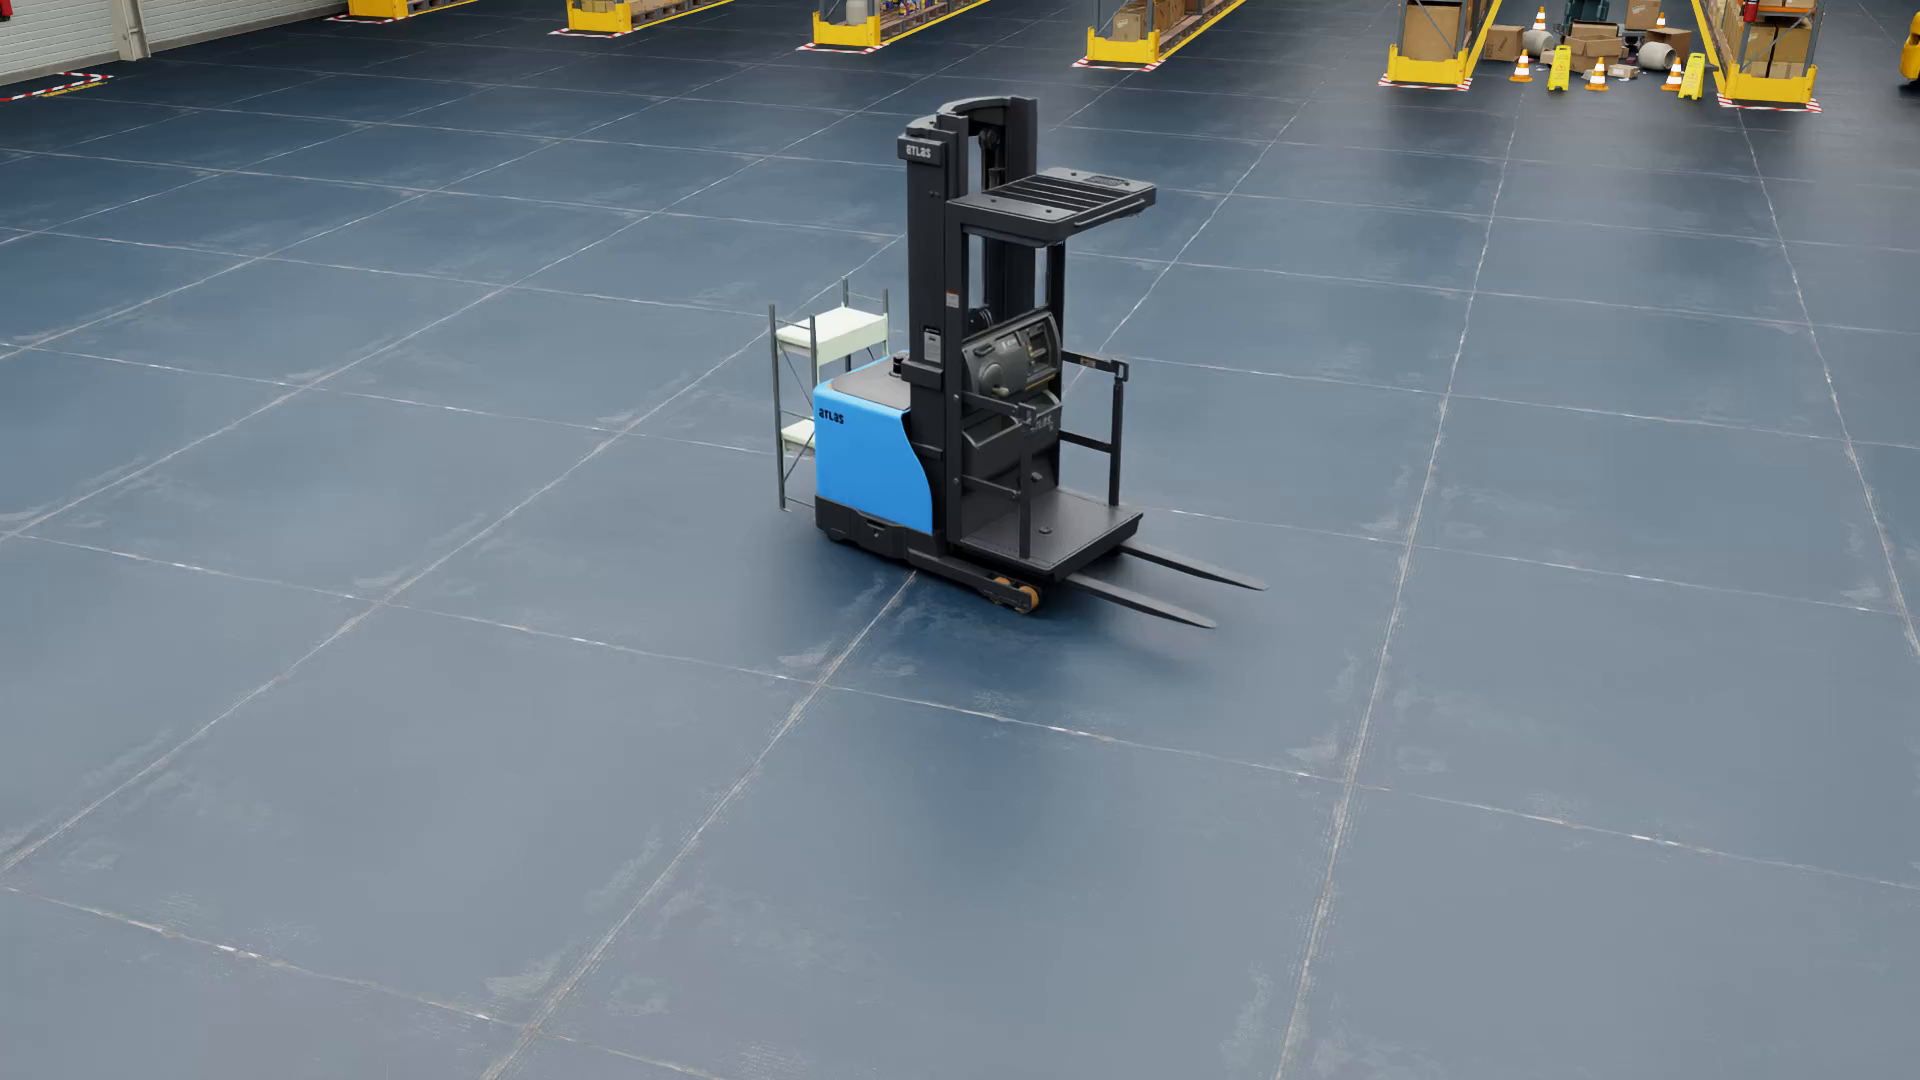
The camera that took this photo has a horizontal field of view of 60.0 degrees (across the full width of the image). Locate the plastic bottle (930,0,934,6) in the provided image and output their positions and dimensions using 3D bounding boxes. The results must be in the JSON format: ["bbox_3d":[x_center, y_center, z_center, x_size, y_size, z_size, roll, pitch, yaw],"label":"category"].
[{"bbox_3d":[-0.584,-10.426,31.877,0.144,0.351,0.185,8,27,16],"label":"plastic bottle"}]

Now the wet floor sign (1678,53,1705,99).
[{"bbox_3d":[10.971,-6.945,24.854,0.267,0.644,0.232,20,32,35],"label":"wet floor sign"}]

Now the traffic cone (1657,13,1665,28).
[{"bbox_3d":[12.467,-9.143,29.602,0.336,0.463,0.334,9,27,17],"label":"traffic cone"}]

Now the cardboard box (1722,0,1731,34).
[{"bbox_3d":[12.923,-8.657,27.501,0.500,0.500,0.500,10,28,20],"label":"cardboard box"}]

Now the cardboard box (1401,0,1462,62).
[{"bbox_3d":[7.505,-8.125,26.546,0.875,0.875,0.875,9,27,18],"label":"cardboard box"}]

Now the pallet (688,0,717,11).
[{"bbox_3d":[-5.615,-10.871,33.461,1.003,0.211,1.213,9,27,17],"label":"pallet"}]

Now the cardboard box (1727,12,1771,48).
[{"bbox_3d":[12.409,-8.005,26.155,0.500,0.500,0.500,8,27,16],"label":"cardboard box"}]

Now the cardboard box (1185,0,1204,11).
[{"bbox_3d":[4.254,-10.331,31.509,0.700,0.500,0.500,7,27,13],"label":"cardboard box"}]

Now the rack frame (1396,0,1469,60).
[{"bbox_3d":[7.342,-8.604,25.579,1.000,3.000,0.127,9,27,17],"label":"rack frame"}]

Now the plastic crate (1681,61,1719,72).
[{"bbox_3d":[12.079,-7.731,27.126,0.402,0.080,0.583,0,26,-1],"label":"plastic crate"}]

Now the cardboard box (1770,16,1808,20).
[{"bbox_3d":[12.924,-7.939,26.017,0.500,0.500,0.500,9,27,18],"label":"cardboard box"}]

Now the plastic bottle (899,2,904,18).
[{"bbox_3d":[-1.075,-9.753,30.578,0.097,0.271,0.097,0,26,0],"label":"plastic bottle"}]

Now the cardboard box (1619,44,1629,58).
[{"bbox_3d":[11.079,-8.318,28.124,0.258,0.266,0.396,-9,27,-18],"label":"cardboard box"}]

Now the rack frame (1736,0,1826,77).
[{"bbox_3d":[12.043,-7.928,24.182,1.000,3.000,0.127,9,27,17],"label":"rack frame"}]

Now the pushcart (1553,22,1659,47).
[{"bbox_3d":[11.208,-8.702,28.789,1.648,0.377,0.936,0,26,-1],"label":"pushcart"}]

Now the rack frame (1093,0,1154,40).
[{"bbox_3d":[2.698,-9.365,27.150,1.000,3.000,0.127,9,27,17],"label":"rack frame"}]

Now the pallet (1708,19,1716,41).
[{"bbox_3d":[14.036,-9.140,29.885,1.003,0.211,1.213,9,27,17],"label":"pallet"}]

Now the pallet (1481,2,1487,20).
[{"bbox_3d":[9.671,-10.324,32.330,1.003,0.211,1.213,9,27,17],"label":"pallet"}]

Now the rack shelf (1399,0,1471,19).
[{"bbox_3d":[8.007,-9.102,27.433,1.077,0.370,4.000,9,27,17],"label":"rack shelf"}]

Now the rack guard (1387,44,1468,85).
[{"bbox_3d":[7.334,-7.469,26.103,1.175,0.500,0.348,9,27,17],"label":"rack guard"}]

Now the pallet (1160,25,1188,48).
[{"bbox_3d":[3.435,-8.970,29.533,1.003,0.211,1.213,9,27,17],"label":"pallet"}]

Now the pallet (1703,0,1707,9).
[{"bbox_3d":[15.447,-10.773,33.258,1.003,0.211,1.213,9,27,17],"label":"pallet"}]

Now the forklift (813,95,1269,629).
[{"bbox_3d":[0.492,-1.127,10.214,3.031,2.935,1.130,19,32,34],"label":"forklift"}]

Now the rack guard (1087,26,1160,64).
[{"bbox_3d":[2.723,-8.271,27.759,1.175,0.500,0.348,9,27,17],"label":"rack guard"}]

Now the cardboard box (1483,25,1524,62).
[{"bbox_3d":[9.124,-8.337,27.893,0.500,0.500,0.500,14,29,26],"label":"cardboard box"}]

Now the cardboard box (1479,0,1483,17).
[{"bbox_3d":[9.119,-10.088,30.744,1.050,0.750,0.750,9,27,17],"label":"cardboard box"}]

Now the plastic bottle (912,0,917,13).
[{"bbox_3d":[-0.861,-10.018,31.126,0.097,0.271,0.097,0,26,0],"label":"plastic bottle"}]

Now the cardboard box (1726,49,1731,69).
[{"bbox_3d":[12.238,-7.462,25.894,0.500,0.250,0.500,9,27,18],"label":"cardboard box"}]

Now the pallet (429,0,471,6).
[{"bbox_3d":[-10.578,-11.125,33.984,1.003,0.211,1.213,9,27,17],"label":"pallet"}]

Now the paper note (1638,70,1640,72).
[{"bbox_3d":[10.905,-7.591,26.906,0.148,0.019,0.142,20,32,35],"label":"paper note"}]

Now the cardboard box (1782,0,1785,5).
[{"bbox_3d":[12.422,-8.030,24.682,0.380,0.149,0.250,9,27,18],"label":"cardboard box"}]

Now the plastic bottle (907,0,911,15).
[{"bbox_3d":[-0.961,-9.894,30.869,0.097,0.271,0.097,0,26,0],"label":"plastic bottle"}]

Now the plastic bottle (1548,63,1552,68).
[{"bbox_3d":[9.708,-7.765,27.218,0.133,0.061,0.283,0,26,-1],"label":"plastic bottle"}]

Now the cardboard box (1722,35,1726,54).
[{"bbox_3d":[12.756,-8.099,27.208,0.500,0.250,0.500,10,28,20],"label":"cardboard box"}]

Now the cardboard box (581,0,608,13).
[{"bbox_3d":[-6.743,-10.018,31.172,0.500,0.250,0.500,9,27,17],"label":"cardboard box"}]

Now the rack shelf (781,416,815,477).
[{"bbox_3d":[-0.878,-0.674,11.667,0.431,0.370,0.720,19,32,34],"label":"rack shelf"}]

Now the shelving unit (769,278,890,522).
[{"bbox_3d":[-0.879,-0.968,11.526,0.431,1.500,0.755,19,32,34],"label":"shelving unit"}]

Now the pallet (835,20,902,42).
[{"bbox_3d":[-1.716,-9.199,30.008,1.003,0.211,1.213,9,27,17],"label":"pallet"}]

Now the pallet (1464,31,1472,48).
[{"bbox_3d":[8.346,-8.692,28.960,1.003,0.211,1.213,9,27,17],"label":"pallet"}]

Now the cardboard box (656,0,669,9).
[{"bbox_3d":[-5.924,-10.354,31.866,0.500,0.250,0.500,9,27,17],"label":"cardboard box"}]

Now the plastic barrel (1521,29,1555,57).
[{"bbox_3d":[9.742,-8.400,28.113,0.421,0.421,0.512,-14,29,-27],"label":"plastic barrel"}]

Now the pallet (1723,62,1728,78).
[{"bbox_3d":[12.780,-7.532,26.565,1.003,0.211,1.213,9,27,17],"label":"pallet"}]

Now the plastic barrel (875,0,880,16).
[{"bbox_3d":[-1.659,-9.640,30.091,0.421,0.512,0.421,0,26,0],"label":"plastic barrel"}]

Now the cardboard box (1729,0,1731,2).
[{"bbox_3d":[12.825,-8.907,27.272,0.380,0.149,0.250,9,27,18],"label":"cardboard box"}]

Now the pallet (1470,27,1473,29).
[{"bbox_3d":[8.859,-9.321,30.259,1.003,0.211,1.213,9,27,17],"label":"pallet"}]

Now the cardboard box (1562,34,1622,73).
[{"bbox_3d":[10.240,-7.893,26.975,0.797,0.503,0.637,-9,27,-18],"label":"cardboard box"}]

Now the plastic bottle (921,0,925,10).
[{"bbox_3d":[-0.755,-10.215,31.440,0.144,0.351,0.185,9,27,17],"label":"plastic bottle"}]

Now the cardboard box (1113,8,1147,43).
[{"bbox_3d":[2.922,-8.683,28.128,0.500,0.500,0.500,14,29,27],"label":"cardboard box"}]

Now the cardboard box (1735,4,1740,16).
[{"bbox_3d":[12.299,-8.247,25.910,0.380,0.149,0.250,10,28,20],"label":"cardboard box"}]

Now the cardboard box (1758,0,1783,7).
[{"bbox_3d":[11.966,-8.000,24.618,0.380,0.149,0.250,10,27,19],"label":"cardboard box"}]

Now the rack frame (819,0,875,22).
[{"bbox_3d":[-1.973,-10.083,28.634,1.000,3.000,0.127,9,27,17],"label":"rack frame"}]

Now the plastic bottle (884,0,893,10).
[{"bbox_3d":[-1.358,-10.164,31.421,0.152,0.276,0.135,9,27,17],"label":"plastic bottle"}]

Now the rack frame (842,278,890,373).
[{"bbox_3d":[-0.653,-1.093,11.785,0.400,1.500,0.023,19,32,34],"label":"rack frame"}]

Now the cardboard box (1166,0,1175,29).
[{"bbox_3d":[3.542,-9.411,29.632,0.500,0.500,0.500,6,27,13],"label":"cardboard box"}]

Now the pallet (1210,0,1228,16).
[{"bbox_3d":[4.691,-10.577,32.853,1.003,0.211,1.213,9,27,17],"label":"pallet"}]

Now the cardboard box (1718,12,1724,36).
[{"bbox_3d":[13.547,-8.794,28.504,0.950,0.372,0.625,9,27,18],"label":"cardboard box"}]

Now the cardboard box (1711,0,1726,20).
[{"bbox_3d":[14.270,-9.687,30.348,0.950,0.372,0.625,8,27,16],"label":"cardboard box"}]
